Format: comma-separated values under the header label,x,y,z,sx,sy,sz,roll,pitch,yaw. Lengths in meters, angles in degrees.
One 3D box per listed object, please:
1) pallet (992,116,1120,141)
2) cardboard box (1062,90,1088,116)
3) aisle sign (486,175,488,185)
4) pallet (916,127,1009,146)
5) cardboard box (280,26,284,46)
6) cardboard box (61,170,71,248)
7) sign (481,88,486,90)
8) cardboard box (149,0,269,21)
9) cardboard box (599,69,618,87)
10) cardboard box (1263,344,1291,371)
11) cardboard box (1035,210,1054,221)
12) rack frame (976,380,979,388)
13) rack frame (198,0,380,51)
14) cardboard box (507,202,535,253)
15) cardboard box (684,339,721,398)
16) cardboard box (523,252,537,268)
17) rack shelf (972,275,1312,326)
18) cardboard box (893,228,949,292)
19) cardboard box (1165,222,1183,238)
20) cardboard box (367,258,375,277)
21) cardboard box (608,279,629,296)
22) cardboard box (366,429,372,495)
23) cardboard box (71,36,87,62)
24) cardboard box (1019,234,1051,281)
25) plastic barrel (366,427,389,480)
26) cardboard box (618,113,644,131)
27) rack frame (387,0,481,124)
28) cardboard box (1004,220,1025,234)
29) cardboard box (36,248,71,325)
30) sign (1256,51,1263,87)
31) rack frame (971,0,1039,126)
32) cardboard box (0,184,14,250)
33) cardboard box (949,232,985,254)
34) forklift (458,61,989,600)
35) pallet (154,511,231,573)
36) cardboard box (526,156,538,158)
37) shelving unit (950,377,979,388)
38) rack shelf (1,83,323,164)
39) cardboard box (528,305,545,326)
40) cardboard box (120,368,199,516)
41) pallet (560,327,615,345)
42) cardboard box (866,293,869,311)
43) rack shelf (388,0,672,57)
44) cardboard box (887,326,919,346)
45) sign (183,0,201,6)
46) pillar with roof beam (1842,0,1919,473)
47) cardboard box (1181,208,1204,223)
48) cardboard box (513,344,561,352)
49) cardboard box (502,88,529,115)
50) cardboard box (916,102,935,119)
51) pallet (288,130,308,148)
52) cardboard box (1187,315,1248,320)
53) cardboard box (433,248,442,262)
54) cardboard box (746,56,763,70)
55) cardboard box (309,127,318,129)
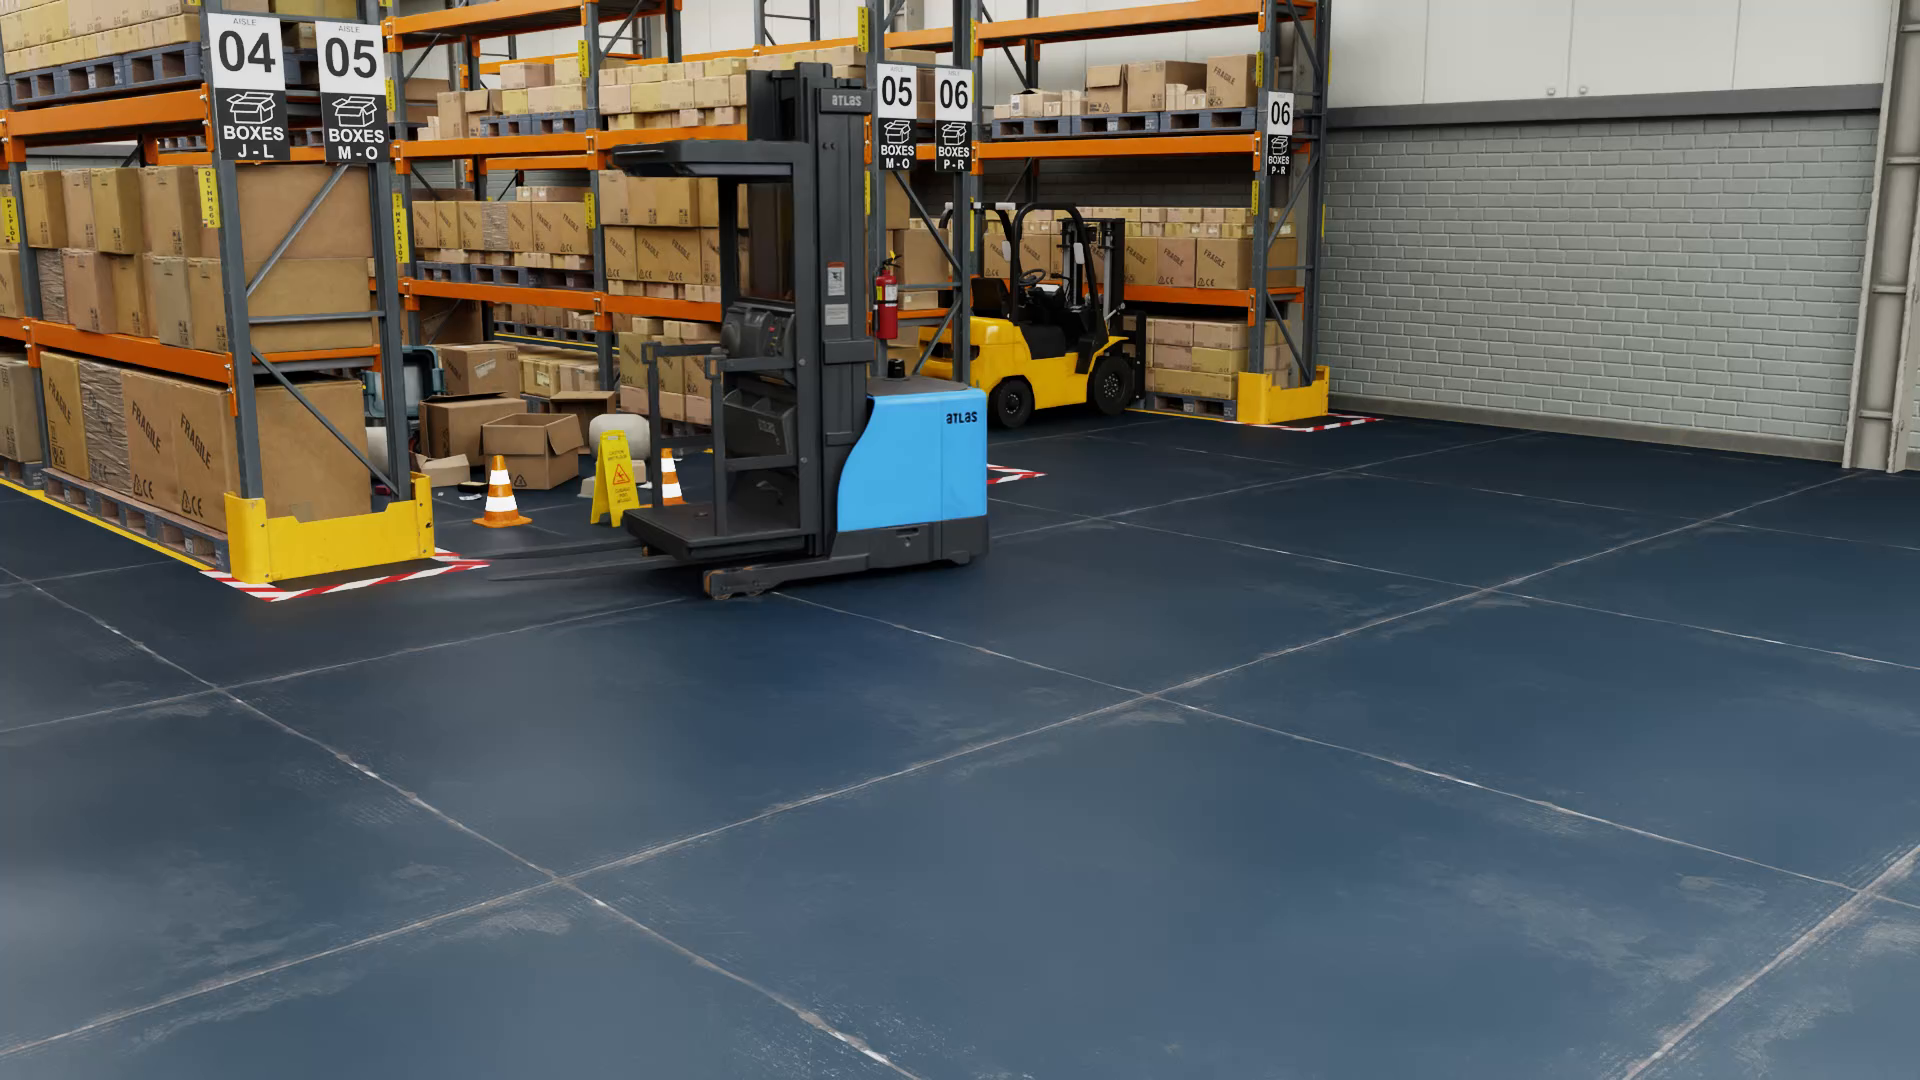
label,x,y,z,sx,sy,sz,roll,pitch,yaw
pallet,1.117,-4.603,18.605,1.003,0.211,1.213,-11,16,-43
cardboard box,1.315,-4.697,17.887,0.258,0.266,0.396,11,16,44
aisle sign,-8.037,-6.292,27.573,0.394,0.787,0.004,-11,16,-43
pallet,-0.109,-4.800,19.818,1.217,0.209,0.805,11,16,43
cardboard box,-4.008,-3.050,10.182,0.380,0.149,0.250,-11,16,-42
cardboard box,-5.895,-2.381,11.986,0.875,0.550,0.550,-11,16,-43
sign,-5.447,-4.987,18.970,0.100,0.325,0.005,-11,16,-43
cardboard box,-4.366,-3.146,9.660,0.500,0.250,0.500,-11,16,-42
cardboard box,-3.097,-4.251,15.324,0.380,0.149,0.250,-11,16,-44
cardboard box,3.097,-1.916,17.310,0.500,0.250,0.500,-11,16,-42
cardboard box,1.047,-3.609,18.403,0.380,0.149,0.250,-10,16,-41
rack frame,0.047,-0.504,10.757,0.200,1.050,0.008,-11,16,-43
rack frame,-3.826,-4.256,9.267,1.000,3.000,0.127,-11,16,-43
cardboard box,-4.259,-3.190,16.935,0.500,0.500,0.500,-10,15,-41
cardboard box,-2.131,-1.556,14.944,0.500,0.500,0.500,-10,15,-40
cardboard box,-4.185,-2.835,16.821,0.380,0.149,0.250,-11,16,-42
rack shelf,1.890,-2.654,18.141,1.077,0.370,4.000,-11,16,-43
cardboard box,-0.442,-2.324,13.775,0.500,0.500,0.500,-11,16,-43
cardboard box,2.334,-3.210,17.202,0.380,0.149,0.250,-11,16,-43
cardboard box,-6.742,-3.226,19.508,0.500,0.250,0.500,-11,16,-42
cardboard box,-3.093,-2.392,15.711,0.380,0.149,0.250,-11,16,-43
cardboard box,-4.774,-0.595,12.552,0.500,0.500,0.500,-8,14,-33
cardboard box,-5.533,-3.179,10.811,0.380,0.149,0.250,-11,16,-42
cardboard box,0.998,-3.172,18.626,0.500,0.500,0.500,-11,16,-42
plastic barrel,-4.696,-0.688,13.200,0.512,0.421,0.421,-1,12,-4
cardboard box,-2.902,-3.826,15.236,0.380,0.149,0.250,-11,16,-42
rack frame,-5.841,-6.128,18.353,1.000,3.000,0.127,-11,16,-43
cardboard box,0.719,-3.544,18.824,0.380,0.149,0.250,-10,16,-41
cardboard box,-6.325,-1.922,12.437,0.875,0.550,0.550,-11,16,-43
sign,2.869,-4.505,15.911,0.100,0.325,0.005,-11,16,-43
rack frame,0.509,-6.236,18.880,1.000,3.000,0.127,-11,16,-43
cardboard box,-7.292,-2.586,13.305,0.700,0.500,0.500,-11,16,-43
cardboard box,-0.015,-3.505,19.625,0.500,0.250,0.500,-11,16,-44
forklift,-1.353,-1.221,9.575,3.031,2.935,1.130,-7,13,-30
pallet,-4.435,-0.057,10.667,1.003,0.211,1.213,-11,16,-43
cardboard box,-6.562,-6.043,26.000,0.380,0.149,0.250,-10,16,-41
shelving unit,-0.037,-0.522,10.843,0.215,1.050,0.252,-11,16,-43
rack shelf,-5.207,-2.726,11.059,1.077,0.370,4.000,-11,16,-43
cardboard box,-6.569,-3.707,26.624,0.500,0.500,0.500,-11,16,-42
cardboard box,-4.952,-0.700,11.102,0.875,0.875,0.875,-11,16,-43
pallet,-5.489,-3.200,25.921,1.003,0.211,1.213,-11,16,-43
cardboard box,-0.729,-1.924,13.437,0.380,0.149,0.250,-10,15,-41
rack shelf,-4.459,-5.288,17.050,1.077,0.370,4.000,-11,16,-43
cardboard box,-0.390,-2.529,20.599,0.875,0.625,0.625,-11,16,-43
sign,-4.228,-3.108,9.131,0.100,0.325,0.005,-11,16,-43
pillar with roof beam,4.472,-4.404,9.987,9.100,9.000,0.400,-11,16,-43
cardboard box,2.479,-3.316,16.978,0.380,0.149,0.250,-10,16,-41
cardboard box,-4.942,-1.918,18.257,0.950,0.372,0.625,-11,16,-44
cardboard box,-4.284,-4.421,16.835,0.500,0.250,0.500,-11,16,-42
cardboard box,-0.310,-3.462,13.469,0.380,0.149,0.250,-11,16,-42
pallet,-7.934,-5.022,20.893,1.217,0.209,0.805,11,16,43
cardboard box,2.729,-2.232,17.606,0.500,0.250,0.500,-11,16,-42
cardboard box,-5.580,-3.153,18.363,0.250,0.149,0.380,11,16,42
cardboard box,-1.566,-3.967,13.947,0.250,0.149,0.380,11,16,44
cardboard box,-7.594,-5.067,19.930,0.396,0.266,0.258,-9,15,-38
